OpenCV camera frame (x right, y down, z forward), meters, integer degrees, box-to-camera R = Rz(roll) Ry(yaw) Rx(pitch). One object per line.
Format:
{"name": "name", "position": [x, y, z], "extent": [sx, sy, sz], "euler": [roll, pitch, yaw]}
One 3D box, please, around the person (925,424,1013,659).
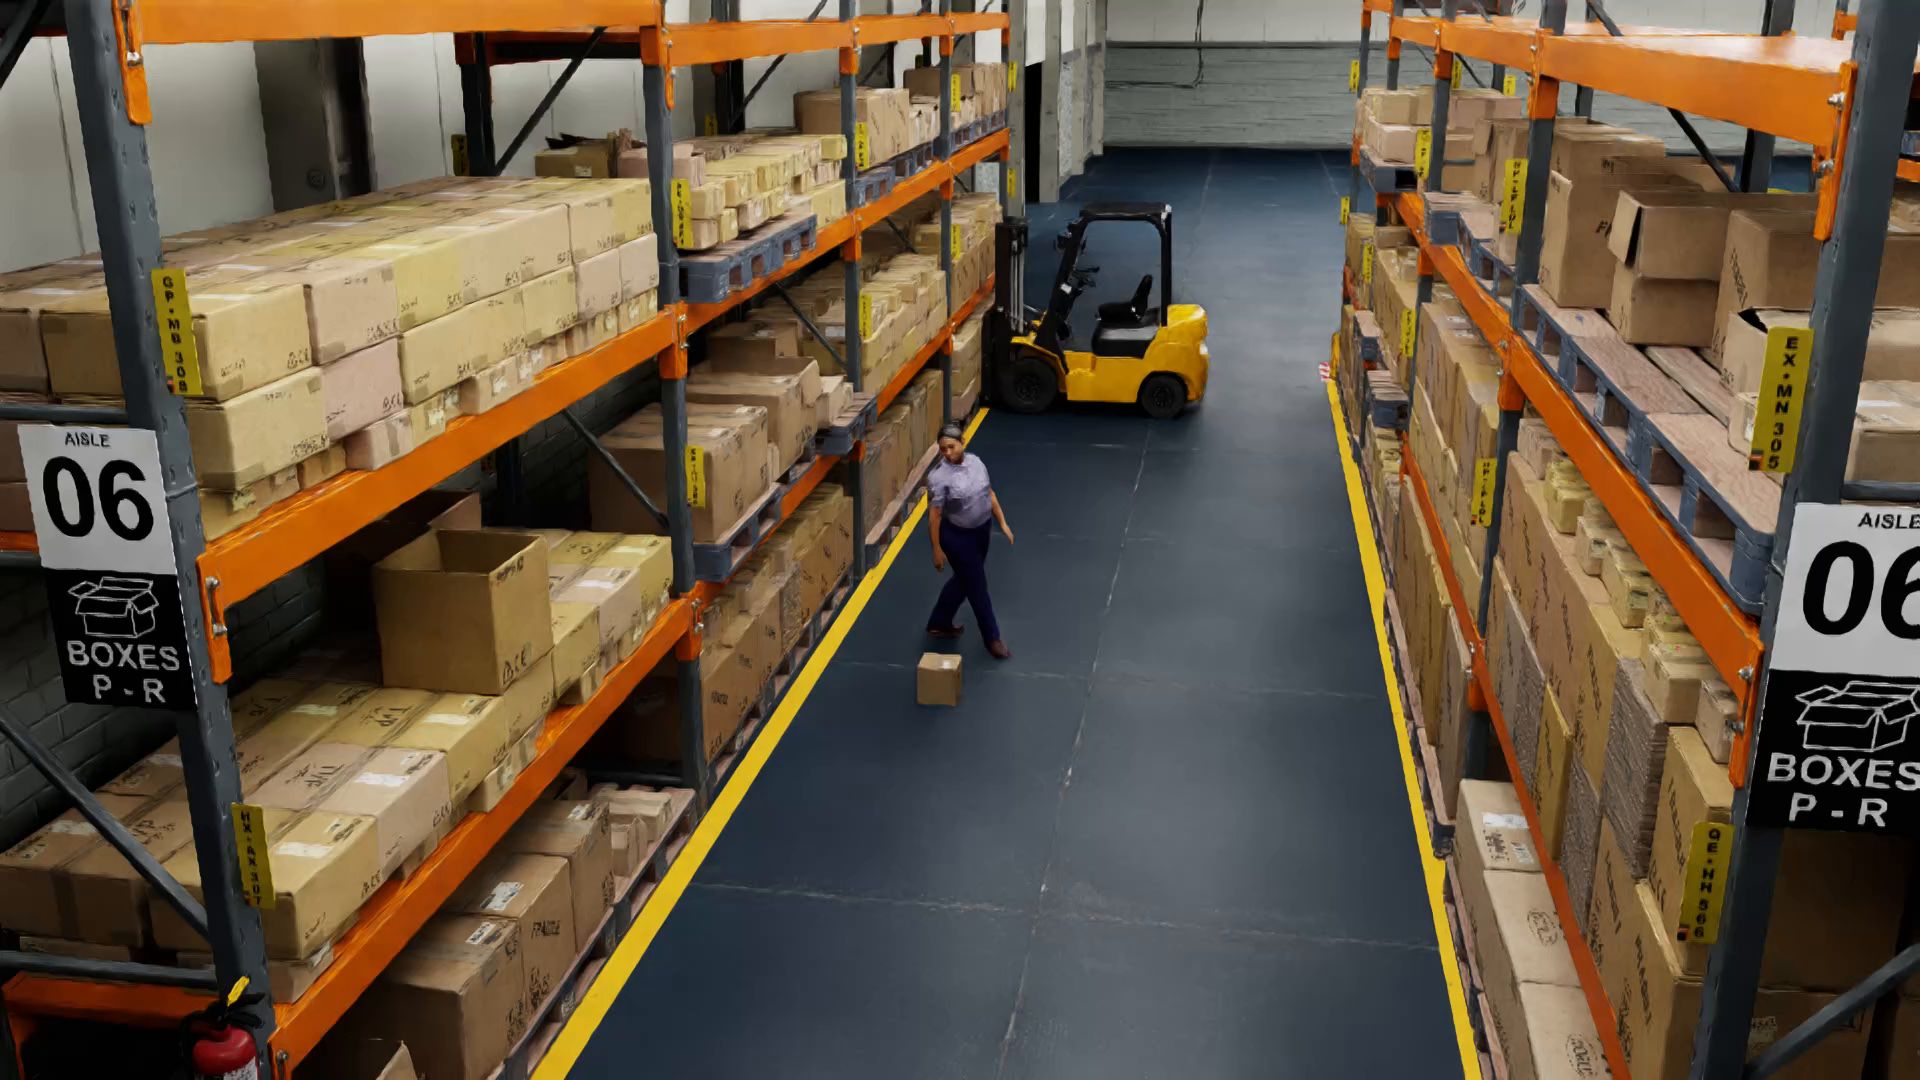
{"name": "person", "position": [0.035, 0.001, 11.164], "extent": [0.663, 1.604, 0.528], "euler": [10, 21, 29]}
